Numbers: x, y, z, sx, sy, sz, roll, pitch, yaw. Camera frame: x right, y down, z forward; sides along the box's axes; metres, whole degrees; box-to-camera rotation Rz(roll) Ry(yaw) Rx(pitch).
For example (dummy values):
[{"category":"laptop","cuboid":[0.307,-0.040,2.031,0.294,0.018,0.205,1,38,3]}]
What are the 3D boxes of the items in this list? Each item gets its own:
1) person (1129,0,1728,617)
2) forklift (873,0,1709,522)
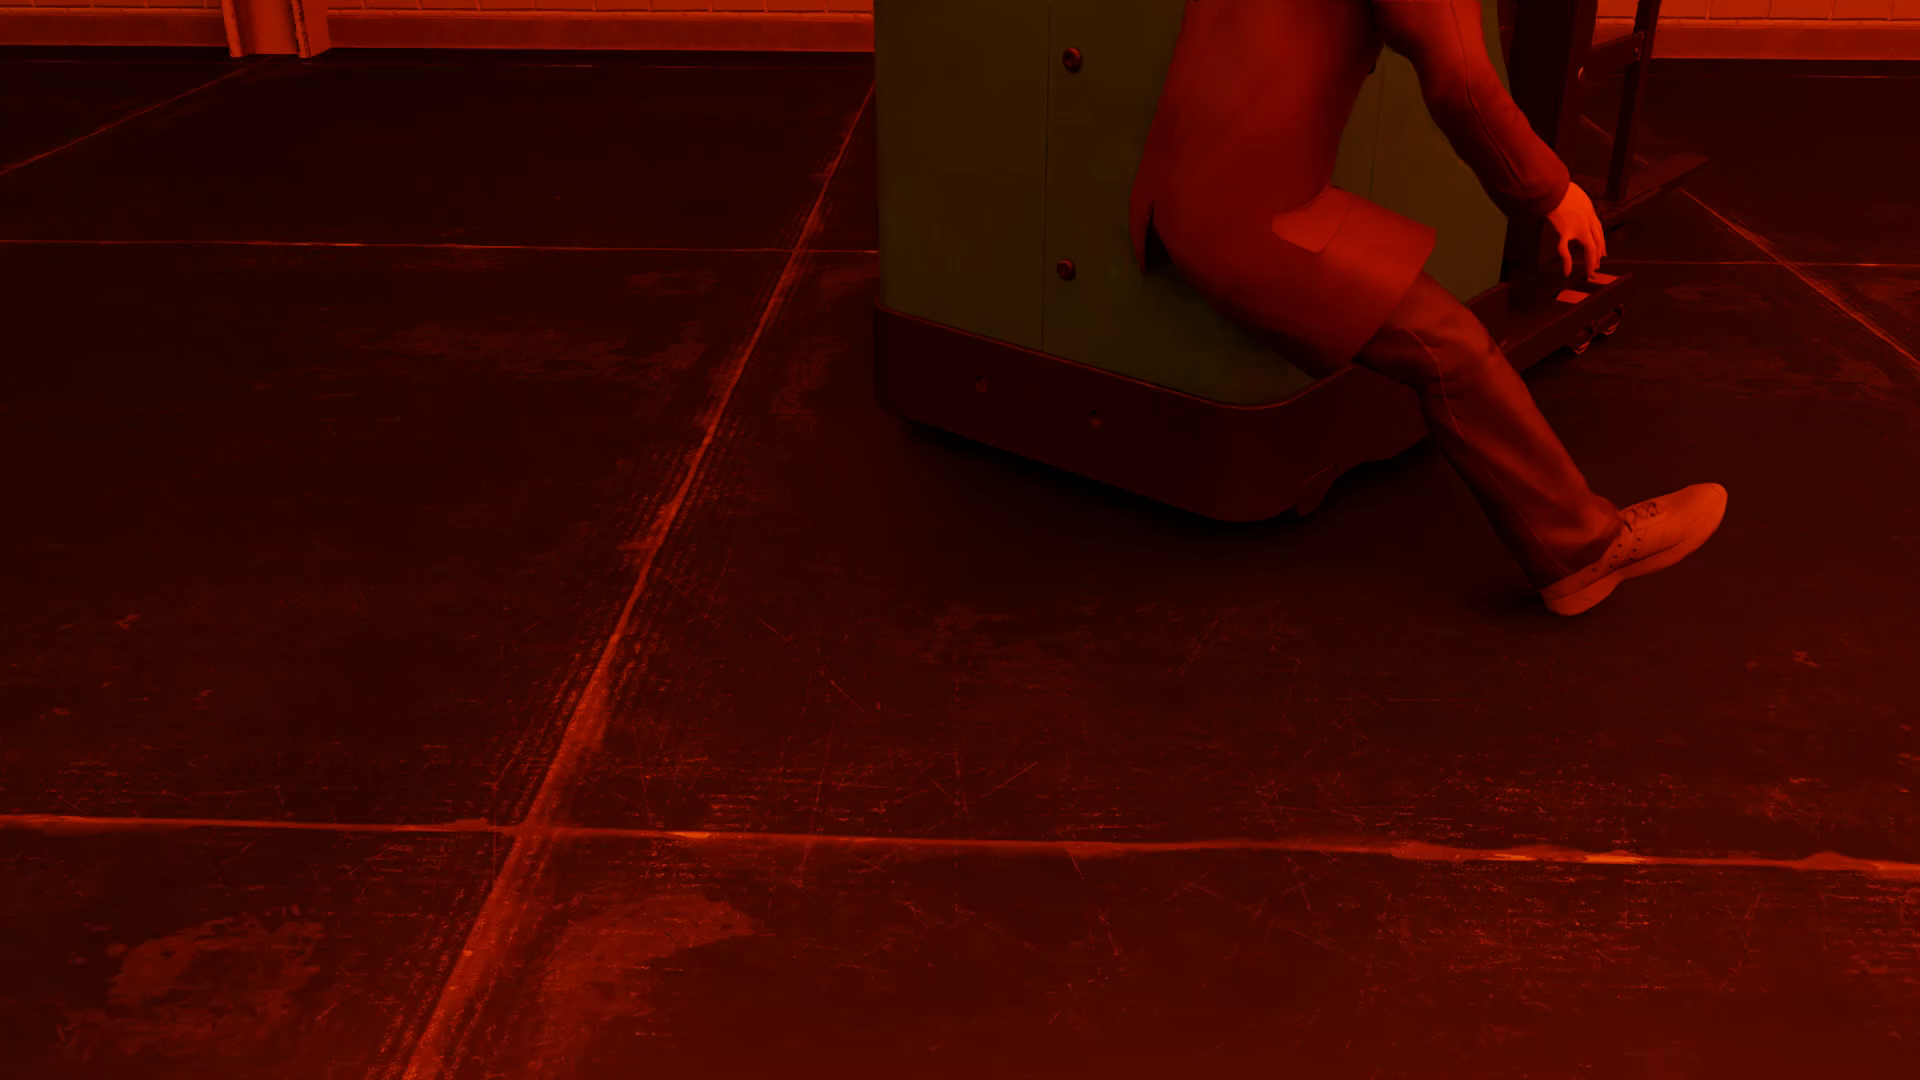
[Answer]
[{"category":"person","cuboid":[0.713,-0.675,3.108,1.007,1.441,1.240,-7,27,-14]},{"category":"forklift","cuboid":[1.147,-1.924,3.919,1.130,2.935,3.031,21,33,36]}]
